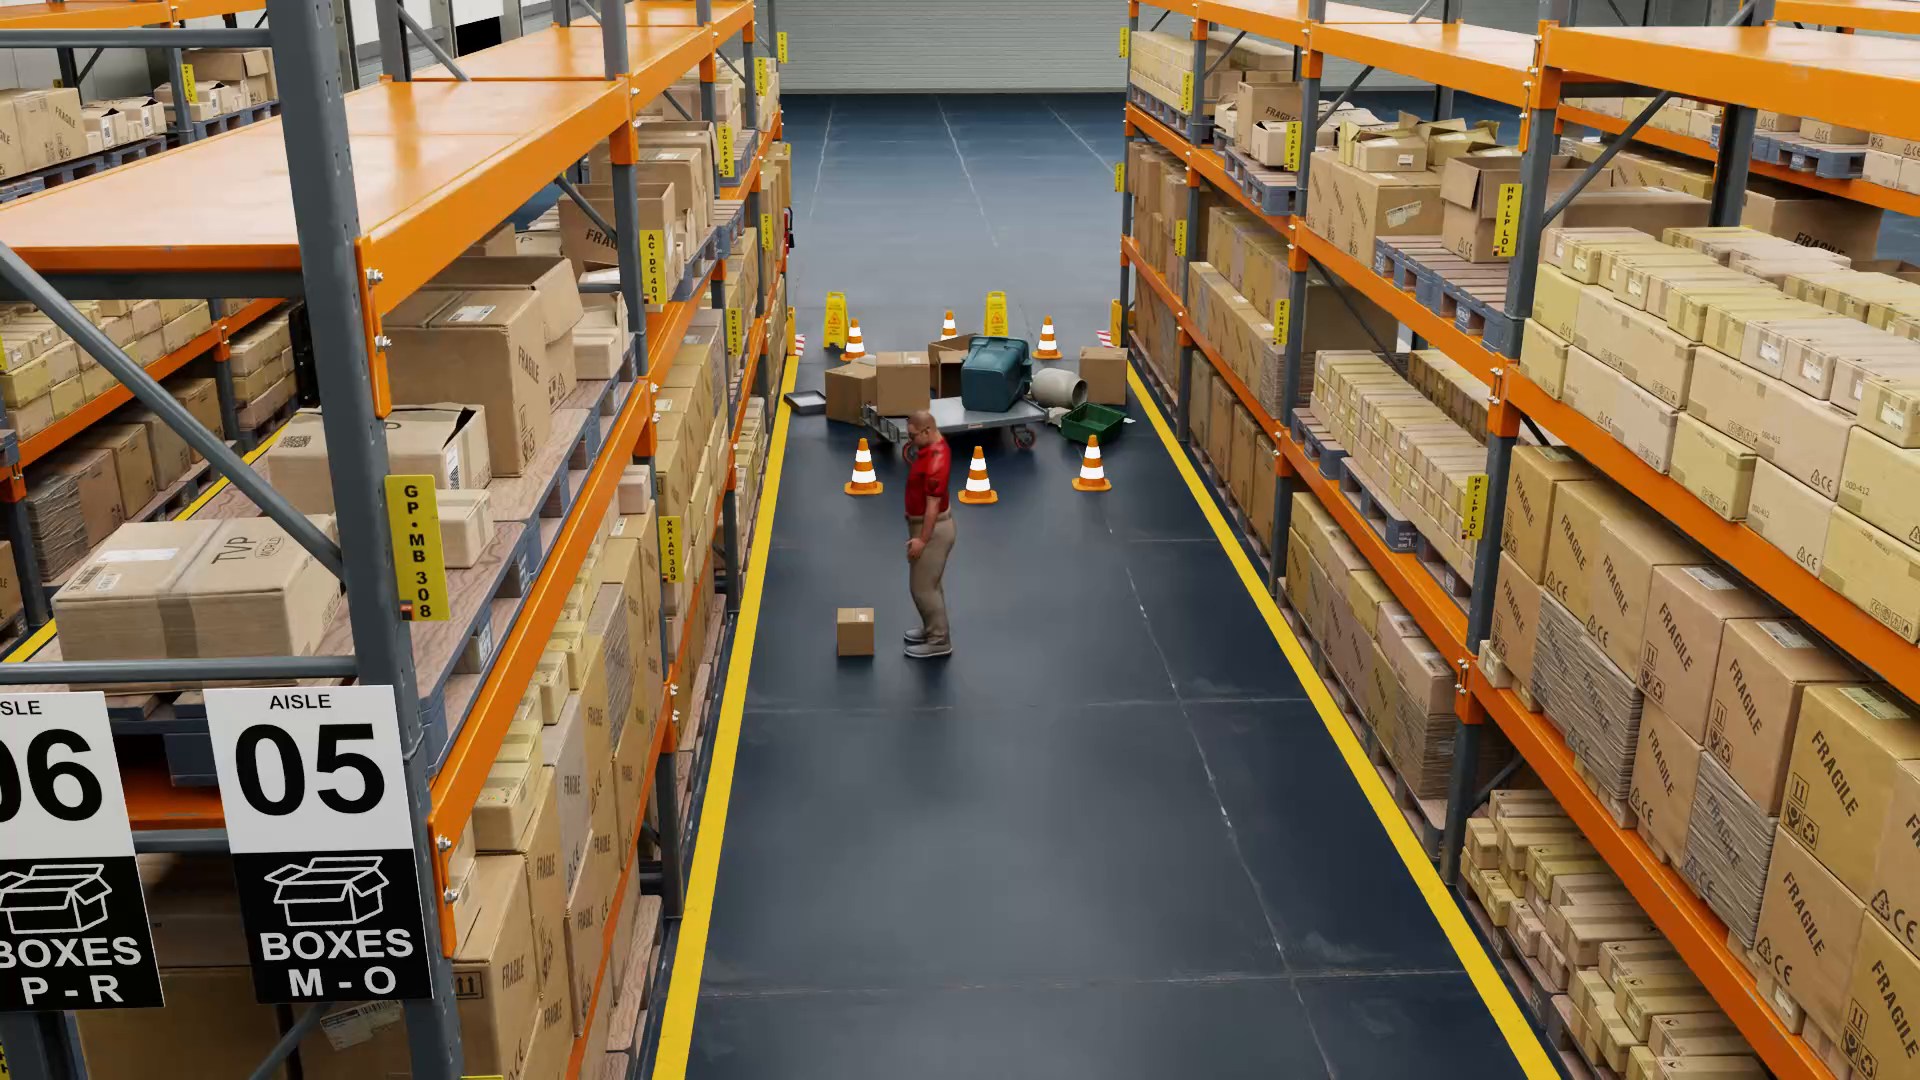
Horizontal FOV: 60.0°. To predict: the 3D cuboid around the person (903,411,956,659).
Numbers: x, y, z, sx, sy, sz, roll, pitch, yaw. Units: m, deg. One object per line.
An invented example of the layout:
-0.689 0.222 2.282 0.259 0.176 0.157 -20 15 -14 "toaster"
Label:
-0.208 -0.048 11.266 0.361 1.712 0.538 -1 20 -2 "person"
